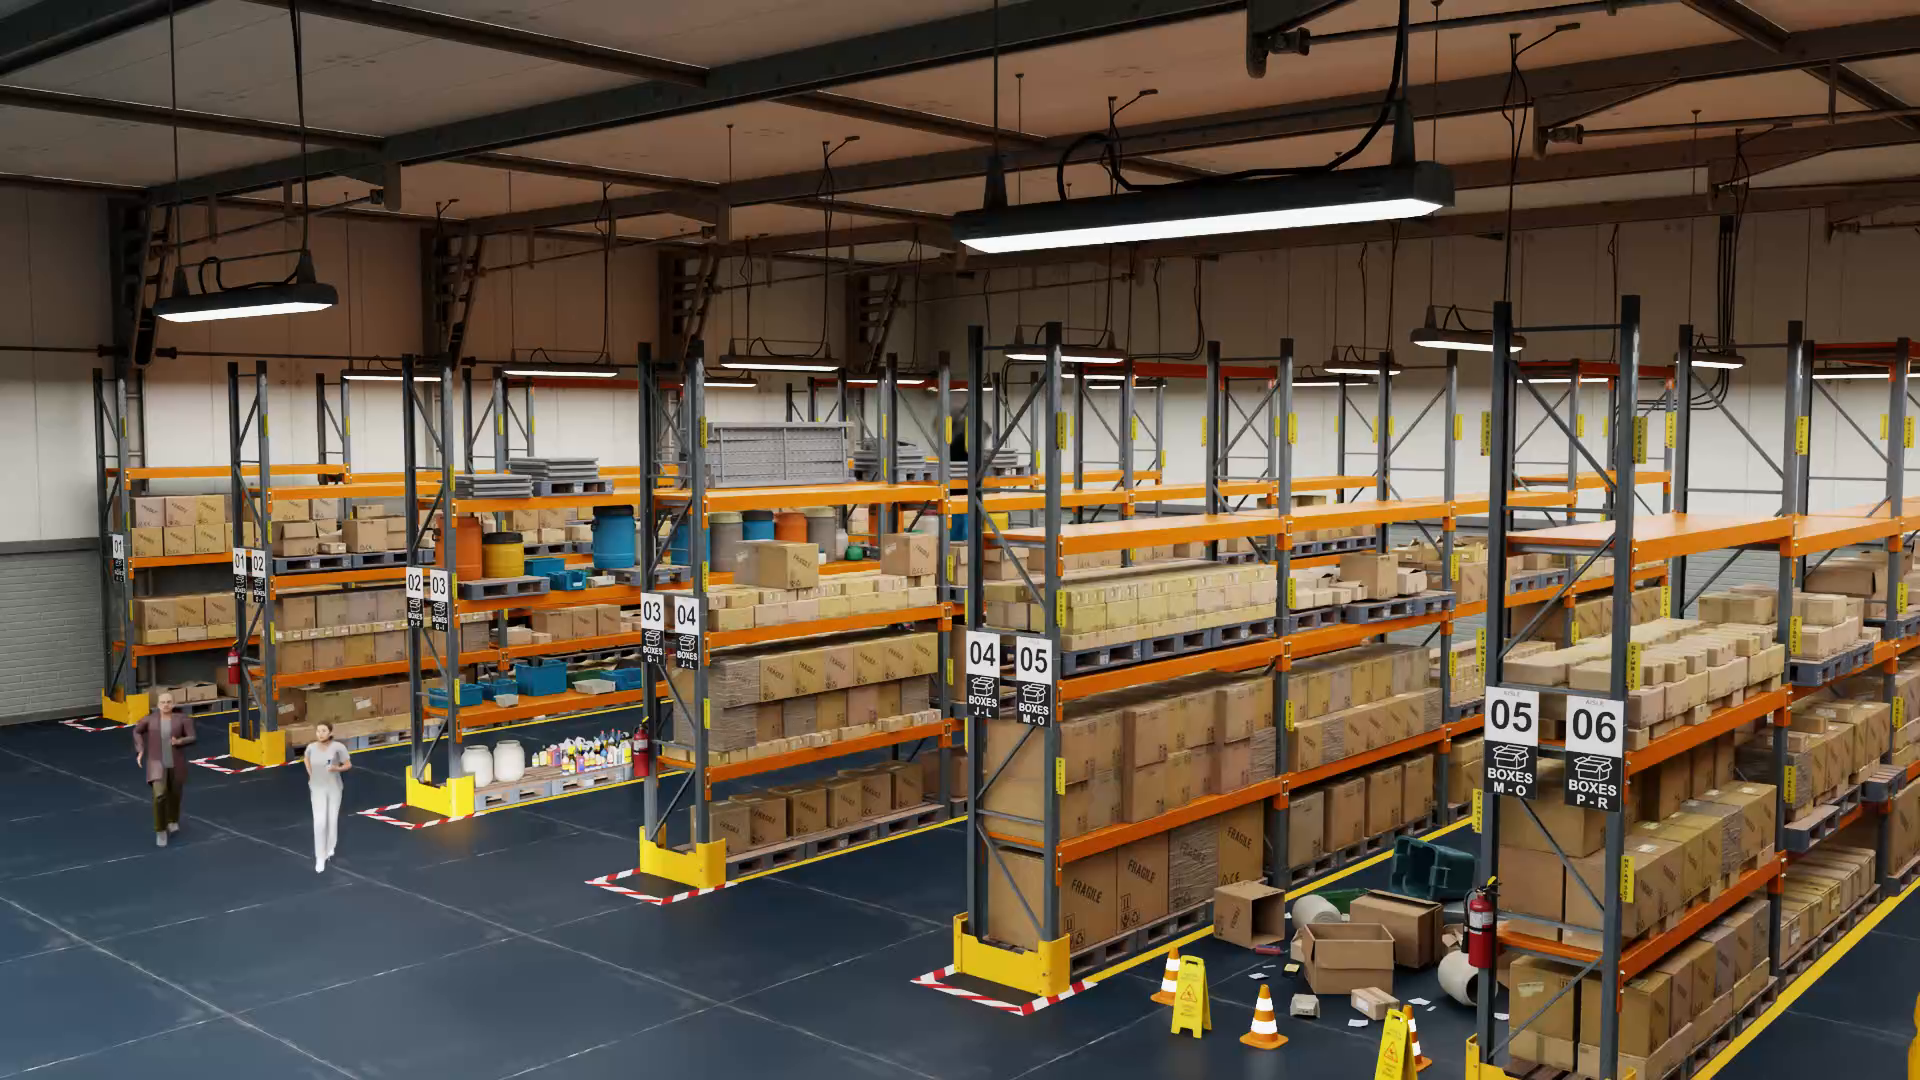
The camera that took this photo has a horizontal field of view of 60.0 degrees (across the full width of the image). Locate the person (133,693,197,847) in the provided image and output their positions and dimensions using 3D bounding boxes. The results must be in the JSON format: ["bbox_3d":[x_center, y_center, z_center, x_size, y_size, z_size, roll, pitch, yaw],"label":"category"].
[{"bbox_3d":[-9.691,2.787,20.314,0.669,1.849,0.838,-3,5,-32],"label":"person"}]

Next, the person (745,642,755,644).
[{"bbox_3d":[-3.674,2.083,29.922,0.656,1.772,0.878,2,5,28],"label":"person"}]

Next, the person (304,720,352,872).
[{"bbox_3d":[-7.295,2.931,19.211,0.538,1.731,0.757,-1,4,-16],"label":"person"}]

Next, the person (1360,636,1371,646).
[{"bbox_3d":[6.580,2.369,26.935,0.567,1.679,0.875,3,5,32],"label":"person"}]
